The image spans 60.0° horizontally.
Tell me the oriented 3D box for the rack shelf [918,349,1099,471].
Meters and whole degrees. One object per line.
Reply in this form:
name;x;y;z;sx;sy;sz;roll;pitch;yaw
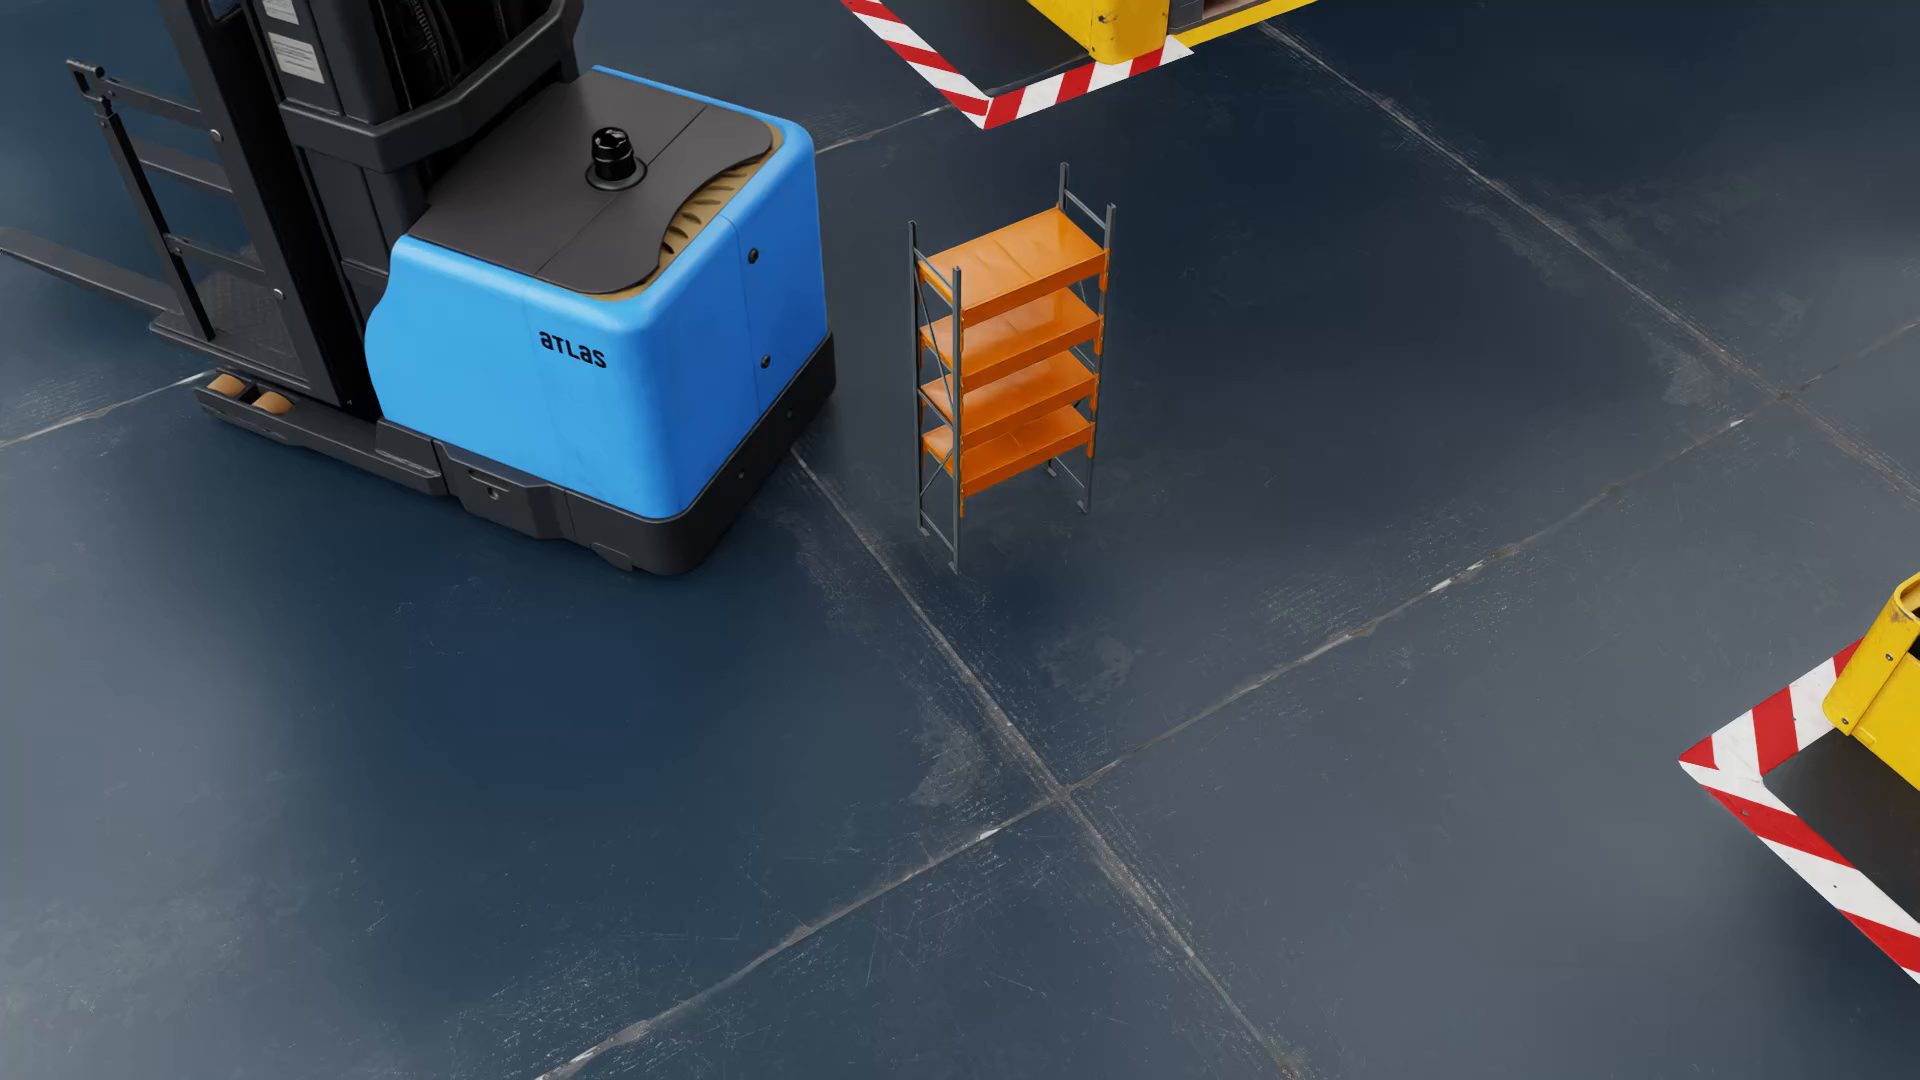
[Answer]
rack shelf;0.140;-0.420;4.911;0.480;0.148;0.258;-25;53;-21

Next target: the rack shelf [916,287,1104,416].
rack shelf;0.140;-0.569;4.744;0.480;0.148;0.258;-25;53;-21

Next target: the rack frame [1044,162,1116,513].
rack frame;0.346;-0.562;4.947;0.015;1.200;0.240;-25;53;-21

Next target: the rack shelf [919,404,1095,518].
rack shelf;0.140;-0.288;5.059;0.480;0.148;0.258;-25;53;-21

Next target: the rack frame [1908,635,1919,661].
rack frame;2.948;-0.225;3.442;0.127;3.000;1.000;-25;53;-21

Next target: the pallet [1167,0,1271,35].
pallet;1.158;-2.802;7.604;1.213;0.211;1.003;-25;53;-21

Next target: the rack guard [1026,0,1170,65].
rack guard;0.452;-2.597;7.228;0.348;0.500;1.175;-25;53;-21

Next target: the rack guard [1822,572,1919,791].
rack guard;2.928;0.616;4.367;0.348;0.500;1.175;-25;53;-21

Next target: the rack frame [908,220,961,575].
rack frame;-0.066;-0.368;4.774;0.015;1.200;0.240;-25;53;-21

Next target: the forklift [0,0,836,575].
forklift;-1.974;-1.637;4.745;3.031;2.935;1.130;20;51;17

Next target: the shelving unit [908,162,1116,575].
shelving unit;0.140;-0.465;4.861;0.503;1.200;0.258;-25;53;-21

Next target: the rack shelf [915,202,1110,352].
rack shelf;0.140;-0.726;4.567;0.480;0.148;0.258;-25;53;-21
